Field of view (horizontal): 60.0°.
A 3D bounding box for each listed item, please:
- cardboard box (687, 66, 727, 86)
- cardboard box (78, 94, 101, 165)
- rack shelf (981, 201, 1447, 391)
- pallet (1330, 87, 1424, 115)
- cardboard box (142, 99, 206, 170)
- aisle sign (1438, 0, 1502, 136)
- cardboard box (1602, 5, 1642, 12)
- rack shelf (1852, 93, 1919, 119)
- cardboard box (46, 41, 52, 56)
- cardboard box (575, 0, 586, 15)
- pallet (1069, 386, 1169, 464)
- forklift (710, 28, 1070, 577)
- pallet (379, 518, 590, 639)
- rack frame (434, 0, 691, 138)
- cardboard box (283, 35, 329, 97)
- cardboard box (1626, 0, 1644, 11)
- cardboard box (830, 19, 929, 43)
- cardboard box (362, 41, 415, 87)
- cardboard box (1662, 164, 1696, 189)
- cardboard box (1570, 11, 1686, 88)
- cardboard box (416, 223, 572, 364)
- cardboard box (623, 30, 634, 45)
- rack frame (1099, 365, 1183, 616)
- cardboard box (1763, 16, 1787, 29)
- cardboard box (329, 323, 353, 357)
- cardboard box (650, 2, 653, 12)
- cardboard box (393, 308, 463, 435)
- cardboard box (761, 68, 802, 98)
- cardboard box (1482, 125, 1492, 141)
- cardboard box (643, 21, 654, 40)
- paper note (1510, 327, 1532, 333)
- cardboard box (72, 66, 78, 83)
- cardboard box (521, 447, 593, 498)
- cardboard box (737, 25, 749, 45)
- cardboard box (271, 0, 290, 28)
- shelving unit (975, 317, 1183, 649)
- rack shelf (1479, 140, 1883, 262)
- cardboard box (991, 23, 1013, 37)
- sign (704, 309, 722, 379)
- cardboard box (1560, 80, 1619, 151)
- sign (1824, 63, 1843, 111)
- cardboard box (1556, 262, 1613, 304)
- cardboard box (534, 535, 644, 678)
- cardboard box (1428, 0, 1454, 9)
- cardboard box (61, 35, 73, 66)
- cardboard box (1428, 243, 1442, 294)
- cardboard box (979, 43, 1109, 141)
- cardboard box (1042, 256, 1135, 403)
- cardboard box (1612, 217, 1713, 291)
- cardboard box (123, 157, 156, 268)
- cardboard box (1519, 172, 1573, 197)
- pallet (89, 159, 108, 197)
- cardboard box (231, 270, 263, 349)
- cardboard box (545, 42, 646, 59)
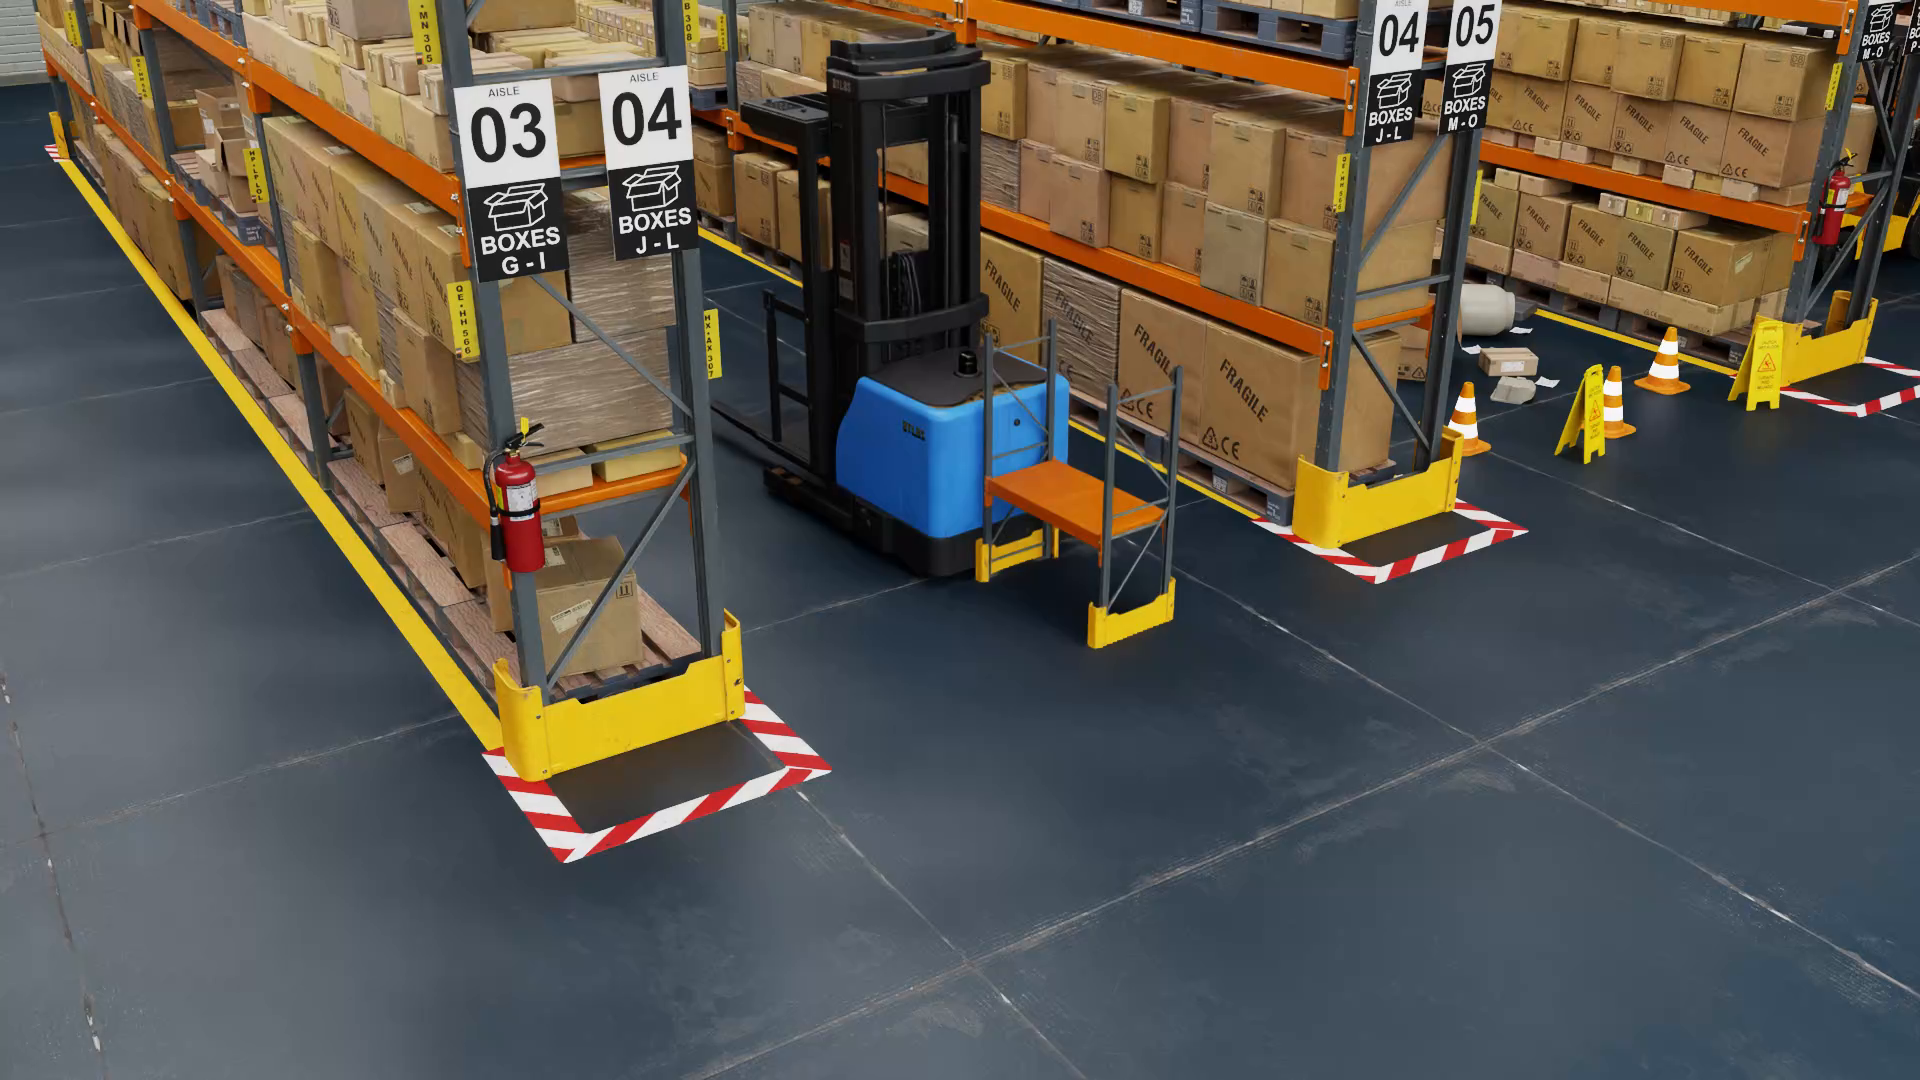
[{"bbox_3d":[-2.413,-4.503,16.078,0.380,0.149,0.250,-15,29,-29],"label":"cardboard box"},{"bbox_3d":[-9.423,-4.793,18.885,0.875,0.875,0.875,-16,29,-30],"label":"cardboard box"},{"bbox_3d":[1.517,-1.886,11.574,1.077,0.370,4.000,-16,29,-30],"label":"rack shelf"},{"bbox_3d":[4.222,-4.337,16.148,1.003,0.211,1.213,-16,29,-30],"label":"pallet"},{"bbox_3d":[-6.446,-3.402,13.825,0.500,0.500,0.500,-15,29,-28],"label":"cardboard box"},{"bbox_3d":[2.899,-2.716,9.445,0.394,0.787,0.004,-16,29,-30],"label":"aisle sign"},{"bbox_3d":[7.631,-5.915,18.857,0.500,0.250,0.500,-15,29,-29],"label":"cardboard box"},{"bbox_3d":[9.766,-4.234,16.548,1.077,0.370,4.000,-16,29,-30],"label":"rack shelf"},{"bbox_3d":[-10.138,-5.599,18.891,0.380,0.149,0.250,-16,30,-31],"label":"cardboard box"},{"bbox_3d":[-4.112,-5.885,18.309,0.380,0.149,0.250,-14,29,-27],"label":"cardboard box"},{"bbox_3d":[1.445,-0.939,11.991,1.003,0.211,1.213,-16,29,-30],"label":"pallet"},{"bbox_3d":[-0.629,-1.680,10.375,1.130,2.935,3.031,-18,31,-33],"label":"forklift"},{"bbox_3d":[-2.719,0.123,9.743,1.003,0.211,1.213,-16,29,-30],"label":"pallet"},{"bbox_3d":[-1.602,-3.089,6.253,1.000,3.000,0.127,-16,29,-30],"label":"rack frame"},{"bbox_3d":[-3.199,-2.507,8.708,0.500,0.250,0.500,-17,30,-32],"label":"cardboard box"},{"bbox_3d":[7.711,-6.043,18.660,0.380,0.149,0.250,-16,30,-31],"label":"cardboard box"},{"bbox_3d":[-0.683,-4.146,14.230,0.700,0.500,0.500,-16,30,-30],"label":"cardboard box"},{"bbox_3d":[-2.457,-2.149,7.483,0.380,0.149,0.250,-15,29,-29],"label":"cardboard box"},{"bbox_3d":[5.799,-2.903,13.179,0.380,0.149,0.250,-15,29,-29],"label":"cardboard box"},{"bbox_3d":[5.449,-4.002,13.576,0.700,0.500,0.500,-16,29,-30],"label":"cardboard box"},{"bbox_3d":[-2.109,-1.147,7.530,0.500,0.500,0.500,-16,29,-30],"label":"cardboard box"},{"bbox_3d":[-3.257,-5.192,17.189,0.380,0.149,0.250,-16,30,-31],"label":"cardboard box"},{"bbox_3d":[0.954,-0.166,8.844,0.500,1.500,0.032,-18,31,-33],"label":"rack frame"},{"bbox_3d":[8.628,-5.438,17.378,0.380,0.149,0.250,-16,30,-30],"label":"cardboard box"},{"bbox_3d":[-3.388,-1.185,9.540,0.380,0.149,0.250,-16,29,-30],"label":"cardboard box"},{"bbox_3d":[-3.129,-5.753,18.028,0.380,0.149,0.250,-16,29,-30],"label":"cardboard box"},{"bbox_3d":[-2.253,-0.910,8.199,0.875,0.500,0.500,-16,29,-30],"label":"cardboard box"},{"bbox_3d":[-1.459,-3.998,15.088,0.500,0.500,0.500,-16,30,-30],"label":"cardboard box"},{"bbox_3d":[4.773,-3.649,14.761,0.380,0.149,0.250,-16,29,-30],"label":"cardboard box"},{"bbox_3d":[-2.964,-5.138,16.725,0.380,0.149,0.250,-16,29,-30],"label":"cardboard box"},{"bbox_3d":[4.708,-1.762,13.947,0.148,0.019,0.142,18,31,33],"label":"paper note"},{"bbox_3d":[-9.015,-4.863,17.333,0.380,0.149,0.250,-15,29,-29],"label":"cardboard box"},{"bbox_3d":[-1.930,-0.317,7.701,0.380,0.149,0.250,-16,29,-30],"label":"cardboard box"},{"bbox_3d":[-1.997,-5.009,16.452,0.380,0.149,0.250,-16,30,-31],"label":"cardboard box"},{"bbox_3d":[-3.533,-2.906,9.087,0.380,0.149,0.250,-15,29,-29],"label":"cardboard box"},{"bbox_3d":[0.641,-0.342,9.217,0.587,1.500,1.083,-18,31,-33],"label":"shelving unit"},{"bbox_3d":[5.609,-3.076,14.095,1.077,0.370,4.000,-16,29,-30],"label":"rack shelf"},{"bbox_3d":[0.720,-6.319,20.299,0.500,0.250,0.500,-16,30,-30],"label":"cardboard box"},{"bbox_3d":[-1.147,-0.894,7.617,0.100,0.325,0.005,-16,29,-30],"label":"sign"},{"bbox_3d":[5.374,-3.541,13.772,0.500,0.500,0.500,-15,29,-29],"label":"cardboard box"},{"bbox_3d":[6.225,-3.230,11.852,0.100,0.325,0.005,-16,29,-30],"label":"sign"},{"bbox_3d":[5.468,-2.232,14.193,0.500,0.250,0.500,-17,30,-31],"label":"cardboard box"},{"bbox_3d":[-1.929,0.337,8.459,0.500,0.500,0.500,-10,27,-20],"label":"cardboard box"},{"bbox_3d":[2.690,-3.171,9.626,0.380,0.149,0.250,-15,29,-29],"label":"cardboard box"},{"bbox_3d":[-9.177,-5.199,17.577,0.500,0.250,0.500,-15,29,-29],"label":"cardboard box"},{"bbox_3d":[3.962,-2.287,14.506,0.500,0.500,0.500,3,25,6],"label":"cardboard box"},{"bbox_3d":[0.598,-3.343,12.377,0.875,0.550,0.550,-16,29,-30],"label":"cardboard box"},{"bbox_3d":[1.205,-1.593,12.108,0.875,0.875,0.875,-15,29,-29],"label":"cardboard box"},{"bbox_3d":[5.758,-2.383,13.635,0.500,0.500,0.500,-14,29,-28],"label":"cardboard box"},{"bbox_3d":[-6.809,-3.039,15.171,1.225,0.875,0.875,-15,29,-29],"label":"cardboard box"},{"bbox_3d":[5.063,-3.084,14.359,0.380,0.149,0.250,-14,29,-27],"label":"cardboard box"},{"bbox_3d":[-9.172,-4.134,18.761,1.003,0.211,1.213,-16,29,-30],"label":"pallet"},{"bbox_3d":[-5.273,-1.876,13.123,0.700,0.500,0.500,-18,31,-34],"label":"cardboard box"},{"bbox_3d":[-1.619,-2.113,7.407,0.380,0.149,0.250,-15,29,-28],"label":"cardboard box"}]
